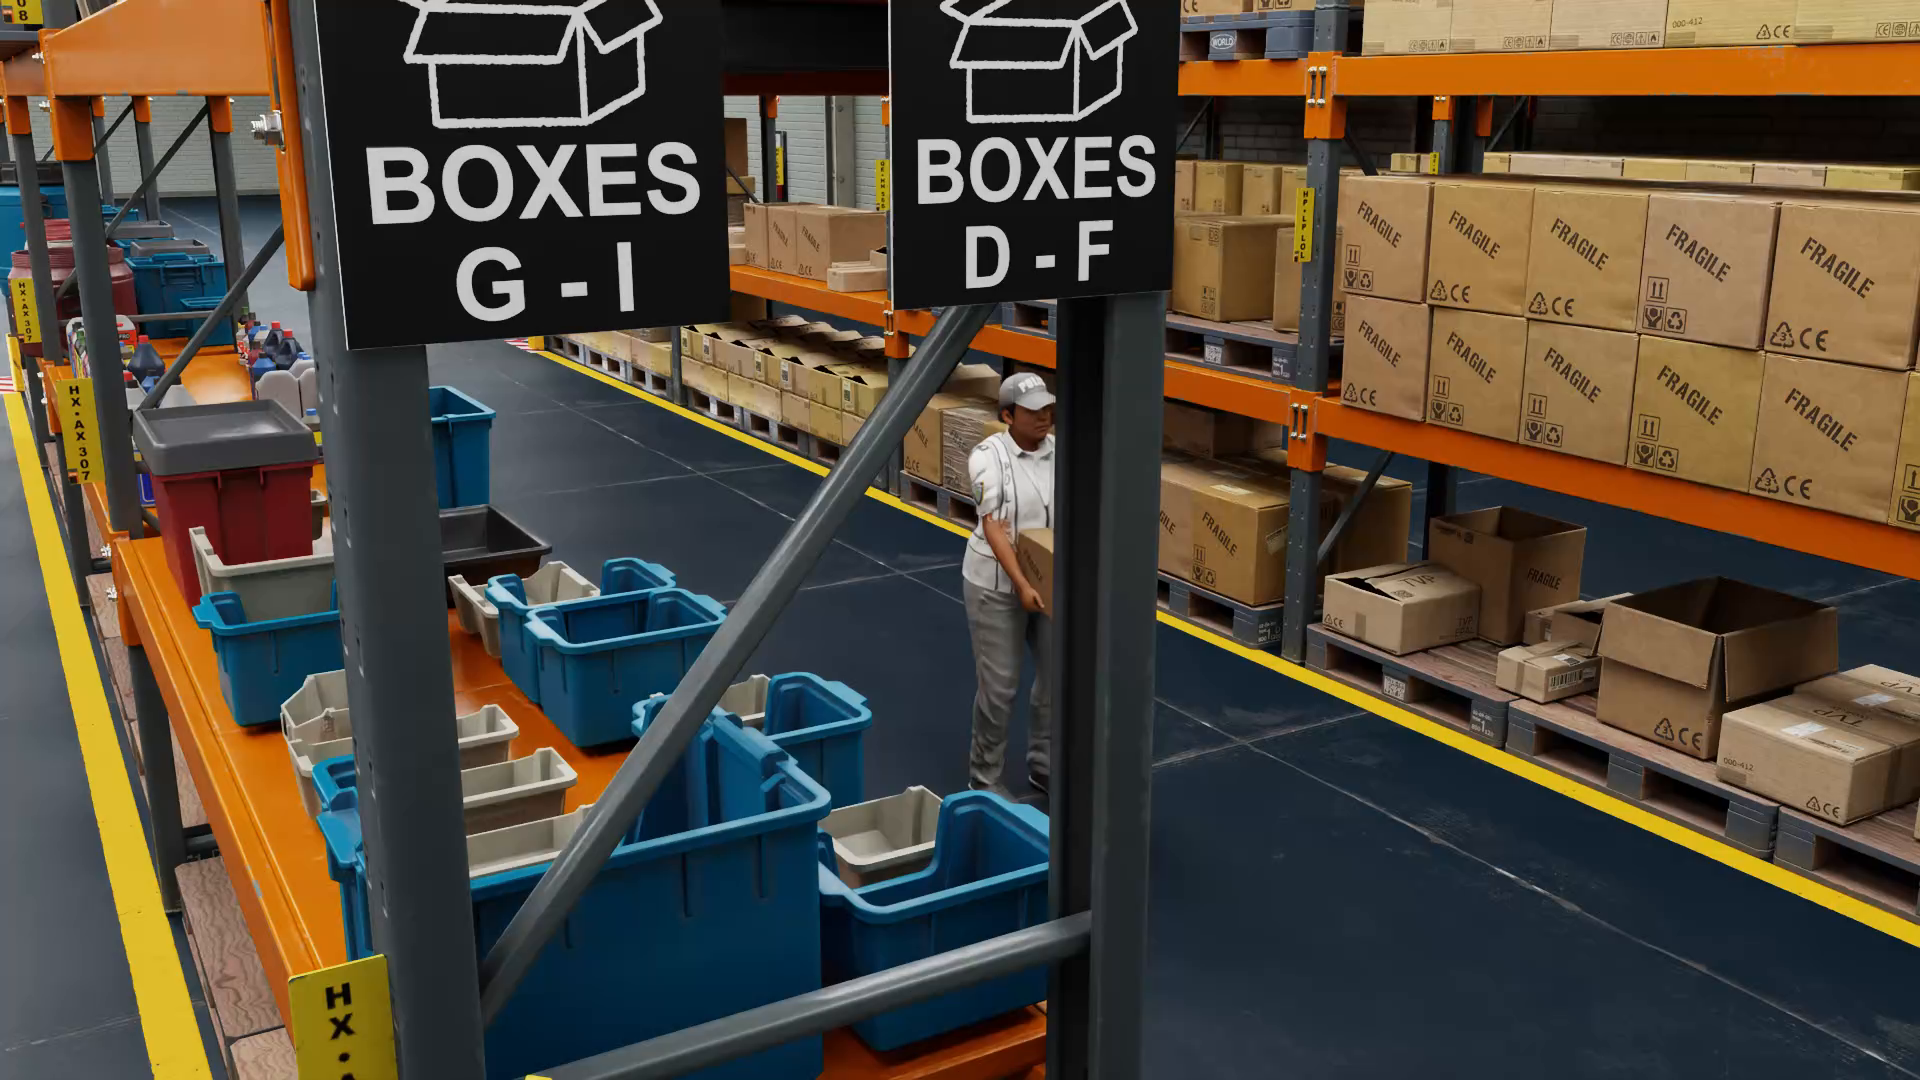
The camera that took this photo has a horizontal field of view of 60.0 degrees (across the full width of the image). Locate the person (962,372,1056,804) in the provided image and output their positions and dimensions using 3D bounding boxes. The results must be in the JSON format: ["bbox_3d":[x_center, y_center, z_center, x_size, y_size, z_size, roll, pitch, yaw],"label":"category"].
[{"bbox_3d":[0.279,0.206,6.259,0.452,1.663,0.540,-9,17,-30],"label":"person"}]
